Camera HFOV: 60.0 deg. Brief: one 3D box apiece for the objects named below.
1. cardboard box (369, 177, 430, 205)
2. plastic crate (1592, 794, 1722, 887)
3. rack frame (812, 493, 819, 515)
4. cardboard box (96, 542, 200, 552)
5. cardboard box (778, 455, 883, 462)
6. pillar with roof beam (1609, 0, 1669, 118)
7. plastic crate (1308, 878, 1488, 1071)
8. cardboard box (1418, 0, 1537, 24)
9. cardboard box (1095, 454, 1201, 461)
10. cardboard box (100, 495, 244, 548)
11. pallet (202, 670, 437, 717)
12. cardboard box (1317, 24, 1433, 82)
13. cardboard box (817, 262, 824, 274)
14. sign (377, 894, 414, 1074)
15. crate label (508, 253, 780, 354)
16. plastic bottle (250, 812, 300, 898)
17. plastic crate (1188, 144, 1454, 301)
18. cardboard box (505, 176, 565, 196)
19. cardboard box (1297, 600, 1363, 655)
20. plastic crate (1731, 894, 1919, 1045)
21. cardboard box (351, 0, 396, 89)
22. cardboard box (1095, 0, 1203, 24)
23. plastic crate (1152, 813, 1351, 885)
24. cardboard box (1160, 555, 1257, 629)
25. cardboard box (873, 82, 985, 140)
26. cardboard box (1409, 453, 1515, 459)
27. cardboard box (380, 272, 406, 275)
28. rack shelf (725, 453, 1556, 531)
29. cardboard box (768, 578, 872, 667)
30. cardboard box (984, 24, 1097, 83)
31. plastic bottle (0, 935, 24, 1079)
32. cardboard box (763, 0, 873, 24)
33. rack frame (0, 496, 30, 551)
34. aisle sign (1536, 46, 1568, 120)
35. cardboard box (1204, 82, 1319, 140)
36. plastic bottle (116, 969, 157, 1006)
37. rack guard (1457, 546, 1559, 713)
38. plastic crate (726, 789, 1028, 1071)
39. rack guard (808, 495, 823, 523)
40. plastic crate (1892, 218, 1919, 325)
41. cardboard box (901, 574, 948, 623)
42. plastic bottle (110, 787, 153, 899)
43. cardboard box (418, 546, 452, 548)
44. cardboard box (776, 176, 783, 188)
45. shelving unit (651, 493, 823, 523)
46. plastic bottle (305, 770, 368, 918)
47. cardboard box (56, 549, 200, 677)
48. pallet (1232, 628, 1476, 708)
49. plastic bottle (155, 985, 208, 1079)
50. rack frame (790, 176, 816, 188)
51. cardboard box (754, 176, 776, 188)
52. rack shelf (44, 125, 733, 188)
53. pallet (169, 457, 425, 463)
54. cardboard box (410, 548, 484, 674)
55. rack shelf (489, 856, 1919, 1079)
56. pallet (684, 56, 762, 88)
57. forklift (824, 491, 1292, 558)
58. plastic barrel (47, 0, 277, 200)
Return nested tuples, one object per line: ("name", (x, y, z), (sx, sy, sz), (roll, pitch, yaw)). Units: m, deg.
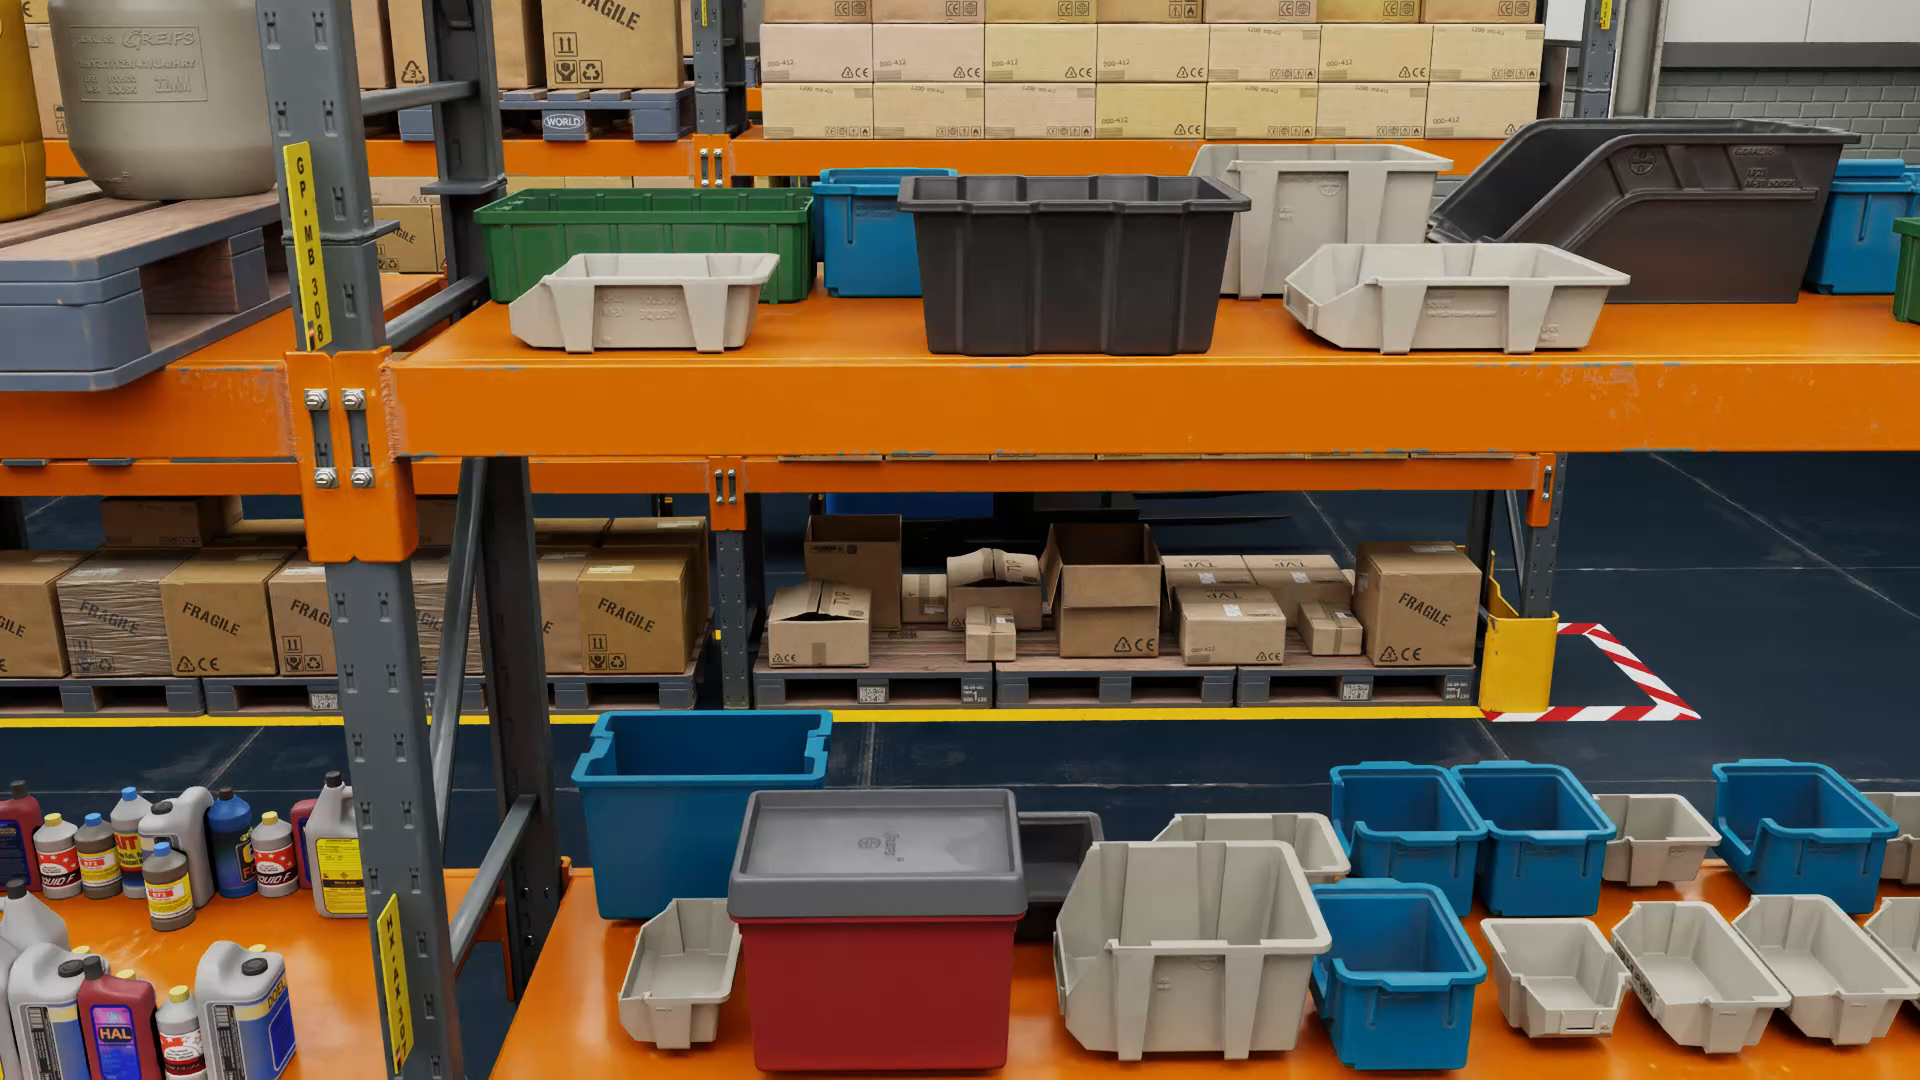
("cardboard box", (-4.219, -2.697, 12.632), (0.500, 0.250, 0.500), (-1, 18, -2))
("plastic crate", (1.688, 0.750, 4.133), (0.298, 0.136, 0.250), (0, 18, -1))
("rack frame", (-0.947, -0.691, 10.745), (0.032, 1.500, 0.500), (-1, 18, -4))
("cardboard box", (-4.201, 0.203, 8.876), (0.500, 0.500, 0.500), (0, 18, 1))
("cardboard box", (-0.619, -0.688, 8.117), (0.500, 0.500, 0.500), (0, 18, 1))
("pillar with roof beam", (5.538, -4.072, 9.009), (0.400, 9.000, 9.100), (0, 18, -1))
("plastic crate", (0.891, 0.912, 3.469), (0.300, 0.233, 0.416), (0, 18, -1))
("cardboard box", (2.353, -2.685, 7.795), (0.500, 0.500, 0.700), (0, 18, -1))
("cardboard box", (0.901, -0.696, 8.142), (0.500, 0.500, 0.500), (-1, 18, -2))
("cardboard box", (-4.145, -0.156, 8.766), (0.500, 0.250, 0.500), (0, 18, 1))
("pallet", (-3.169, 0.629, 8.741), (1.213, 0.211, 1.003), (0, 18, -1))
("cardboard box", (1.857, -2.252, 7.674), (0.500, 0.250, 0.500), (0, 18, -1))
("cardboard box", (-0.658, -1.161, 7.955), (0.500, 0.500, 0.500), (0, 18, 1))
("sign", (-1.052, 0.828, 3.102), (0.005, 0.325, 0.100), (0, 18, -1))
("crate label", (-0.565, -0.425, 2.982), (0.466, 0.136, 0.293), (0, 18, -1))
("plastic bottle", (-1.681, 0.765, 4.078), (0.097, 0.201, 0.097), (0, 18, 0))
("plastic crate", (0.720, -0.683, 3.548), (0.530, 0.282, 0.437), (0, 18, -1))
("cardboard box", (-3.209, -2.705, 12.657), (0.500, 0.250, 0.500), (-1, 18, -2))
("cardboard box", (1.920, 0.452, 8.647), (0.250, 0.166, 0.380), (0, 18, -1))
("plastic crate", (1.838, 0.926, 3.584), (0.243, 0.136, 0.396), (0, 18, -1))
("cardboard box", (-2.972, -2.457, 7.871), (0.600, 0.600, 0.600), (-1, 18, -3))
("cardboard box", (0.852, -2.699, 7.840), (0.500, 0.500, 0.700), (0, 18, -1))
("plastic crate", (0.678, 0.789, 4.011), (0.466, 0.136, 0.293), (0, 18, -1))
("cardboard box", (1.318, 0.280, 9.044), (0.500, 0.250, 0.500), (0, 18, -1))
("cardboard box", (-0.143, -2.006, 7.724), (0.500, 0.250, 0.500), (0, 18, -1))
("cardboard box", (2.423, -0.702, 8.163), (0.500, 0.500, 0.500), (0, 18, 1))
("cardboard box", (-4.363, -2.009, 12.779), (0.250, 0.149, 0.380), (0, 18, 1))
("rack shelf", (0.866, -0.388, 8.524), (4.000, 0.370, 1.077), (0, 18, -1))
("cardboard box", (-0.710, 0.414, 8.528), (0.500, 0.311, 0.500), (0, 18, -1))
("cardboard box", (0.357, -2.244, 7.649), (0.500, 0.250, 0.500), (0, 18, -1))
("plastic bottle", (-1.973, 0.920, 3.350), (0.185, 0.351, 0.144), (0, 18, -1))
("cardboard box", (-0.648, -2.687, 7.801), (0.500, 0.500, 0.700), (0, 18, -1))
("rack frame", (-5.133, -0.702, 8.324), (0.127, 3.000, 1.000), (0, 18, -1))
("aisle sign", (2.930, -2.068, 8.328), (0.004, 0.787, 0.394), (0, 18, -1))
("cardboard box", (1.357, -2.009, 7.733), (0.500, 0.250, 0.500), (0, 18, -1))
("plastic bottle", (-1.698, 0.978, 3.413), (0.097, 0.201, 0.097), (0, 18, 0))
("rack guard", (2.790, 0.450, 8.825), (0.348, 0.500, 1.175), (0, 18, -1))
("plastic crate", (-0.162, 0.805, 3.424), (0.583, 0.464, 0.402), (0, 18, -1))
("rack guard", (-0.949, -0.095, 10.936), (0.087, 0.250, 0.587), (-1, 18, -4))
("plastic crate", (1.959, -0.463, 3.016), (0.336, 0.188, 0.450), (0, 18, -1))
("cardboard box", (-0.194, 0.318, 9.094), (0.250, 0.149, 0.380), (0, 18, -1))
("plastic bottle", (-2.010, 0.733, 4.062), (0.097, 0.271, 0.097), (0, 18, 0))
("cardboard box", (-2.654, 0.194, 8.904), (0.500, 0.500, 0.500), (0, 18, 0))
("cardboard box", (-1.679, -2.867, 13.163), (0.500, 0.250, 0.500), (0, 18, 1))
("shelving unit", (-1.445, -0.680, 10.712), (1.083, 1.500, 0.587), (-1, 18, -4))
("plastic bottle", (-1.456, 0.718, 3.978), (0.185, 0.351, 0.144), (0, 18, -1))
("cardboard box", (-4.150, 0.360, 8.386), (0.500, 0.500, 0.500), (-1, 18, -3))
("pallet", (1.993, 0.592, 8.856), (1.213, 0.211, 1.003), (0, 18, -1))
("plastic bottle", (-1.563, 0.996, 3.357), (0.097, 0.201, 0.097), (0, 18, 0))
("rack frame", (-1.215, -2.234, 13.100), (0.127, 3.000, 1.000), (0, 18, -1))
("cardboard box", (-1.678, -2.709, 12.671), (0.500, 0.250, 0.500), (0, 18, 0))
("rack shelf", (-3.133, -1.797, 8.006), (4.000, 0.370, 1.077), (0, 18, -1))
("pallet", (-3.188, -0.621, 8.387), (1.213, 0.211, 1.003), (0, 18, -1))
("cardboard box", (-2.618, 0.352, 8.412), (0.500, 0.500, 0.500), (0, 18, 0))
("rack shelf", (0.941, 1.125, 3.808), (4.000, 0.370, 1.077), (0, 18, -1))
("pallet", (-2.131, -3.551, 12.611), (1.217, 0.209, 0.805), (-1, 18, -3))
("forklift", (0.628, -1.408, 10.640), (3.031, 2.935, 1.130), (-1, 18, -4))
("plastic barrel", (-1.589, -0.975, 3.356), (0.433, 0.535, 0.433), (0, 18, 0))
